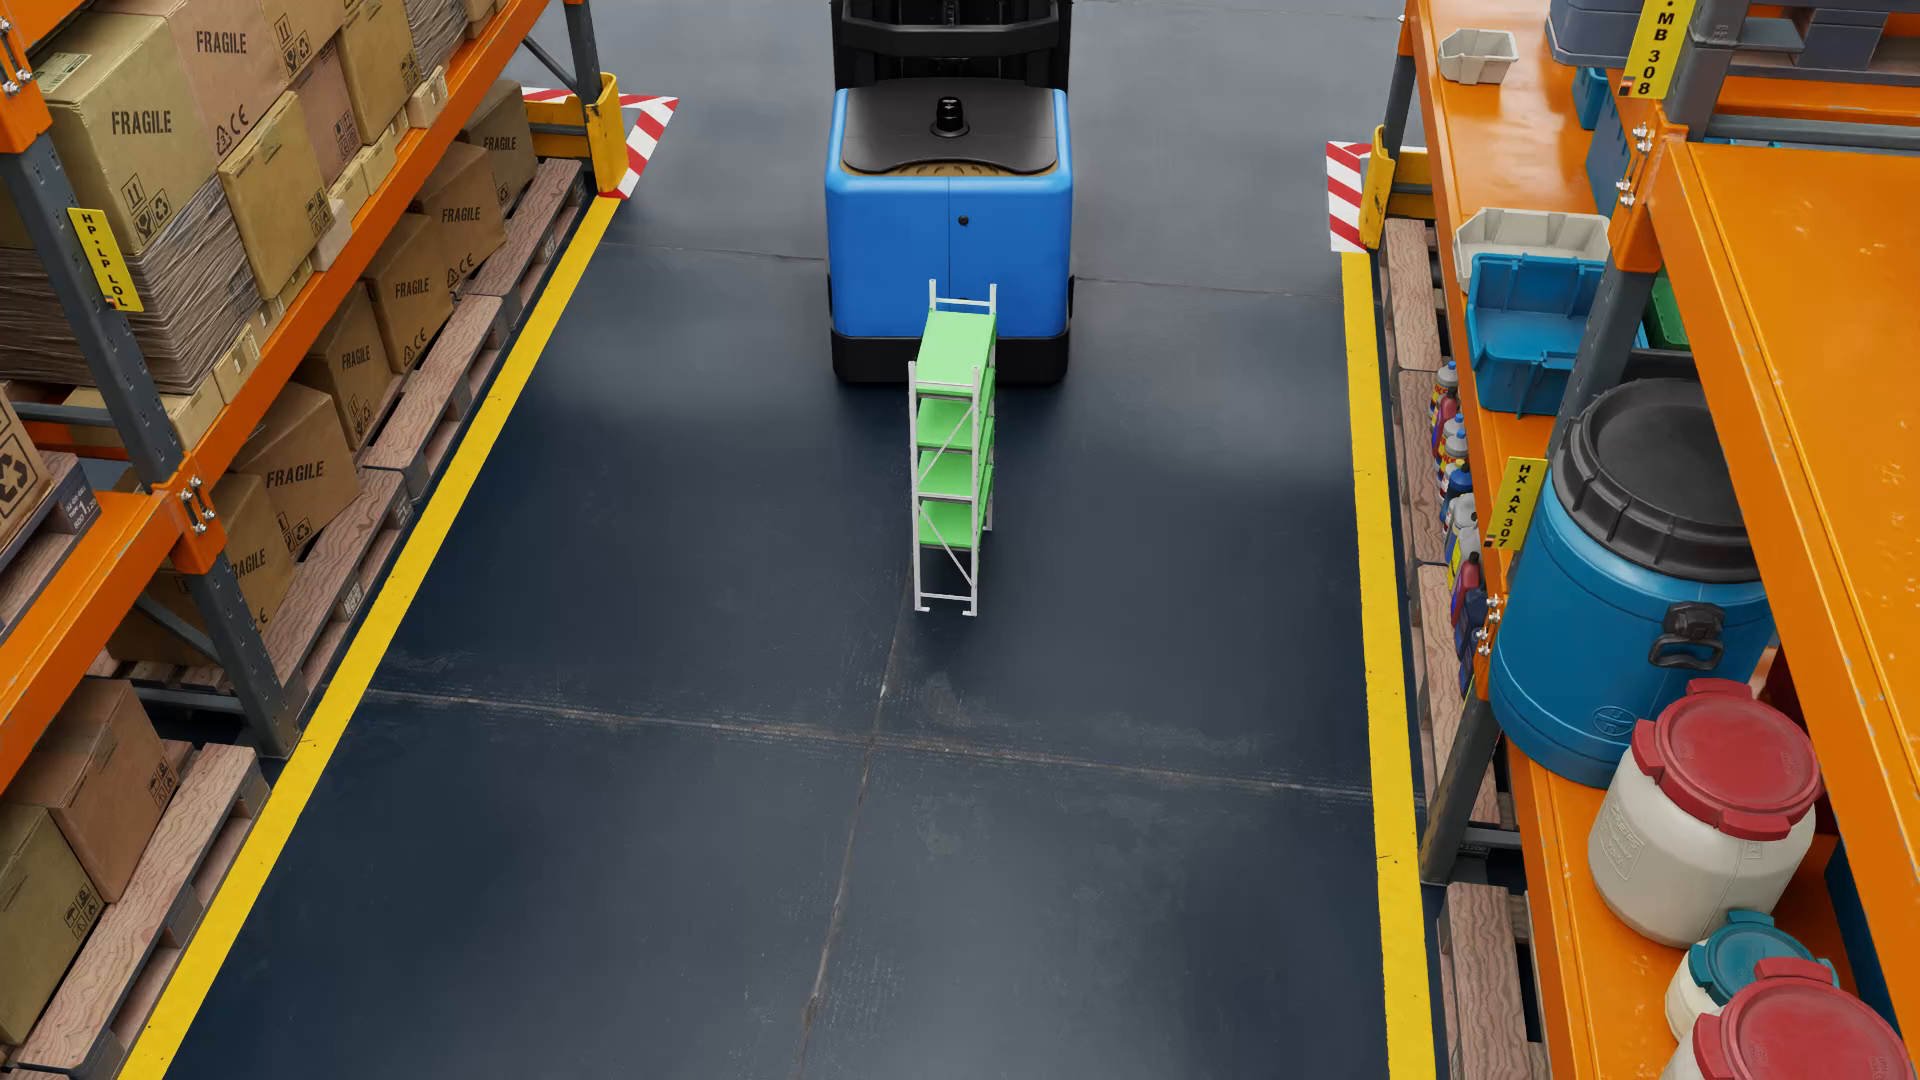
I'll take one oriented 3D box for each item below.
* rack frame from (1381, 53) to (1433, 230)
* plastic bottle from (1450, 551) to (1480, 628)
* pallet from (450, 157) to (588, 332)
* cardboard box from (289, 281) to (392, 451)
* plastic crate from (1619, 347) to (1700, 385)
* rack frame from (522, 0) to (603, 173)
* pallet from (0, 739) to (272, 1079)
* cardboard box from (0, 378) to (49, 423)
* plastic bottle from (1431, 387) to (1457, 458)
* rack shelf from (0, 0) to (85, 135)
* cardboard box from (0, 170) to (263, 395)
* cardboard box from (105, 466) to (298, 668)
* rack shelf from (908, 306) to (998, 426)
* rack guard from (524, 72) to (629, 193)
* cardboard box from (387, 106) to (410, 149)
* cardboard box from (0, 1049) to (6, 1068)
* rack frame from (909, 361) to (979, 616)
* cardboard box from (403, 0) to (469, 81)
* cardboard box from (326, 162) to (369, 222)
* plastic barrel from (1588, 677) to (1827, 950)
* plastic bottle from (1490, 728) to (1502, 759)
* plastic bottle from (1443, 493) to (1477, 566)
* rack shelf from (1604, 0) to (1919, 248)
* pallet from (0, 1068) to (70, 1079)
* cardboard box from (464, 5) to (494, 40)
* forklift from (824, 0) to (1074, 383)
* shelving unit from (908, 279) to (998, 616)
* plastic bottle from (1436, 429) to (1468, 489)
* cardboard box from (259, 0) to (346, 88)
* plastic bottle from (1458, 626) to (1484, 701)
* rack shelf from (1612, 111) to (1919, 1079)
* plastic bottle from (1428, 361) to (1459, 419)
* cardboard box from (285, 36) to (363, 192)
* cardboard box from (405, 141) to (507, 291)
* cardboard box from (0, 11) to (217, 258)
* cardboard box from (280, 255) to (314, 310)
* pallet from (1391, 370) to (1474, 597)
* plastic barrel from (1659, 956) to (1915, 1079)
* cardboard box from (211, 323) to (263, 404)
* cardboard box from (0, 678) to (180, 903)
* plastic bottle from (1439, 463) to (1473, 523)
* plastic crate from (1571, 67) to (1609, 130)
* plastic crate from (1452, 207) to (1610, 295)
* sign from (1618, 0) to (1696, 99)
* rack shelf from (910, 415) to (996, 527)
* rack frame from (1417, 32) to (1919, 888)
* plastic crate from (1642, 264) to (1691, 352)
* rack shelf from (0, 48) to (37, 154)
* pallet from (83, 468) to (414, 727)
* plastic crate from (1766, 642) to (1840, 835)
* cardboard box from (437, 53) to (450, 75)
[{"bbox_3d":[2.563,-2.663,7.381,1.000,3.000,0.127,5,44,6],"label":"rack frame"},{"bbox_3d":[1.839,0.179,6.035,0.061,0.283,0.133,8,44,8],"label":"plastic bottle"},{"bbox_3d":[-2.499,-1.499,8.179,1.003,0.211,1.213,5,44,6],"label":"pallet"},{"bbox_3d":[-2.710,-0.722,6.844,0.500,0.500,0.500,2,43,2],"label":"cardboard box"},{"bbox_3d":[2.229,-0.260,4.888,0.767,0.338,0.504,5,44,6],"label":"plastic crate"},{"bbox_3d":[-2.347,-3.113,7.856,1.000,3.000,0.127,5,44,6],"label":"rack frame"},{"bbox_3d":[-2.977,1.156,5.376,1.003,0.211,1.213,5,44,6],"label":"pallet"},{"bbox_3d":[-3.138,-0.469,5.247,0.380,0.149,0.250,5,44,6],"label":"cardboard box"},{"bbox_3d":[1.966,-0.477,6.727,0.061,0.283,0.133,6,44,6],"label":"plastic bottle"},{"bbox_3d":[-2.611,-2.578,5.633,1.077,0.370,4.000,5,44,6],"label":"rack shelf"},{"bbox_3d":[-2.755,-0.833,5.159,0.875,0.500,0.500,5,44,6],"label":"cardboard box"},{"bbox_3d":[-2.783,0.099,5.976,0.500,0.500,0.500,4,44,4],"label":"cardboard box"},{"bbox_3d":[-0.022,-0.625,5.932,0.258,0.148,0.480,5,44,6],"label":"rack shelf"},{"bbox_3d":[-2.357,-2.154,8.661,1.175,0.500,0.348,5,44,6],"label":"rack guard"},{"bbox_3d":[-2.376,-1.613,6.455,0.380,0.149,0.250,5,44,6],"label":"cardboard box"},{"bbox_3d":[-3.133,1.482,4.501,0.700,0.500,0.500,2,43,2],"label":"cardboard box"},{"bbox_3d":[-0.054,-0.157,6.043,0.240,1.200,0.015,5,44,6],"label":"rack frame"},{"bbox_3d":[-2.503,-2.197,6.599,0.875,0.500,0.500,5,44,6],"label":"cardboard box"},{"bbox_3d":[-2.408,-1.269,6.092,0.380,0.149,0.250,5,44,6],"label":"cardboard box"},{"bbox_3d":[1.690,0.646,3.788,0.433,0.535,0.433,0,43,0],"label":"plastic barrel"},{"bbox_3d":[1.773,0.644,5.604,0.097,0.201,0.097,0,43,0],"label":"plastic bottle"},{"bbox_3d":[1.927,-0.034,6.265,0.152,0.276,0.135,6,44,6],"label":"plastic bottle"},{"bbox_3d":[2.299,-2.128,5.157,1.077,0.370,4.000,5,44,6],"label":"rack shelf"},{"bbox_3d":[-3.136,1.990,4.495,1.003,0.211,1.213,5,44,6],"label":"pallet"},{"bbox_3d":[-2.244,-2.295,7.175,0.380,0.149,0.250,5,44,6],"label":"cardboard box"},{"bbox_3d":[-0.038,-2.753,7.525,1.130,2.935,3.031,0,43,0],"label":"forklift"},{"bbox_3d":[-0.022,-0.323,6.218,0.258,1.200,0.503,5,44,6],"label":"shelving unit"},{"bbox_3d":[1.956,-0.323,6.574,0.097,0.271,0.097,0,43,0],"label":"plastic bottle"},{"bbox_3d":[-2.433,-1.860,5.516,0.500,0.500,0.500,5,44,6],"label":"cardboard box"},{"bbox_3d":[1.834,0.400,5.753,0.144,0.351,0.185,4,44,4],"label":"plastic bottle"},{"bbox_3d":[1.770,0.598,2.278,1.077,0.370,4.000,5,44,6],"label":"rack shelf"},{"bbox_3d":[2.014,-0.625,6.893,0.097,0.271,0.097,0,43,0],"label":"plastic bottle"},{"bbox_3d":[-2.687,-1.520,5.885,0.875,0.500,0.500,5,44,6],"label":"cardboard box"},{"bbox_3d":[-2.491,-1.524,7.690,0.500,0.500,0.500,16,46,16],"label":"cardboard box"},{"bbox_3d":[-2.564,-1.178,4.796,0.500,0.500,0.500,5,44,6],"label":"cardboard box"},{"bbox_3d":[-2.474,-0.929,5.732,0.380,0.149,0.250,5,44,6],"label":"cardboard box"},{"bbox_3d":[2.323,-0.212,6.821,1.003,0.211,1.213,5,44,6],"label":"pallet"},{"bbox_3d":[1.593,1.146,3.260,0.433,0.535,0.433,0,43,0],"label":"plastic barrel"},{"bbox_3d":[-2.503,-0.584,5.368,0.380,0.149,0.250,5,44,6],"label":"cardboard box"},{"bbox_3d":[-2.978,0.777,5.246,0.700,0.500,0.500,2,43,2],"label":"cardboard box"},{"bbox_3d":[1.929,-0.185,6.428,0.097,0.271,0.097,0,43,0],"label":"plastic bottle"},{"bbox_3d":[2.702,-1.799,6.576,0.499,0.251,0.408,5,44,6],"label":"plastic crate"},{"bbox_3d":[1.998,-0.971,5.786,0.530,0.136,0.437,5,44,6],"label":"plastic crate"},{"bbox_3d":[1.490,-1.087,3.528,0.100,0.325,0.005,5,44,6],"label":"sign"},{"bbox_3d":[-0.022,-0.276,6.262,0.258,0.148,0.480,5,44,6],"label":"rack shelf"},{"bbox_3d":[2.034,0.063,4.502,1.000,3.000,0.127,5,44,6],"label":"rack frame"},{"bbox_3d":[2.493,-0.760,5.525,0.450,0.188,0.662,5,44,6],"label":"plastic crate"},{"bbox_3d":[-3.140,0.148,2.754,1.077,0.370,4.000,5,44,6],"label":"rack shelf"},{"bbox_3d":[-2.822,0.164,6.423,1.003,0.211,1.213,5,44,6],"label":"pallet"},{"bbox_3d":[2.273,0.398,4.102,0.402,0.464,0.583,5,44,6],"label":"plastic crate"},{"bbox_3d":[-2.329,-1.956,6.817,0.380,0.149,0.250,5,44,6],"label":"cardboard box"}]
